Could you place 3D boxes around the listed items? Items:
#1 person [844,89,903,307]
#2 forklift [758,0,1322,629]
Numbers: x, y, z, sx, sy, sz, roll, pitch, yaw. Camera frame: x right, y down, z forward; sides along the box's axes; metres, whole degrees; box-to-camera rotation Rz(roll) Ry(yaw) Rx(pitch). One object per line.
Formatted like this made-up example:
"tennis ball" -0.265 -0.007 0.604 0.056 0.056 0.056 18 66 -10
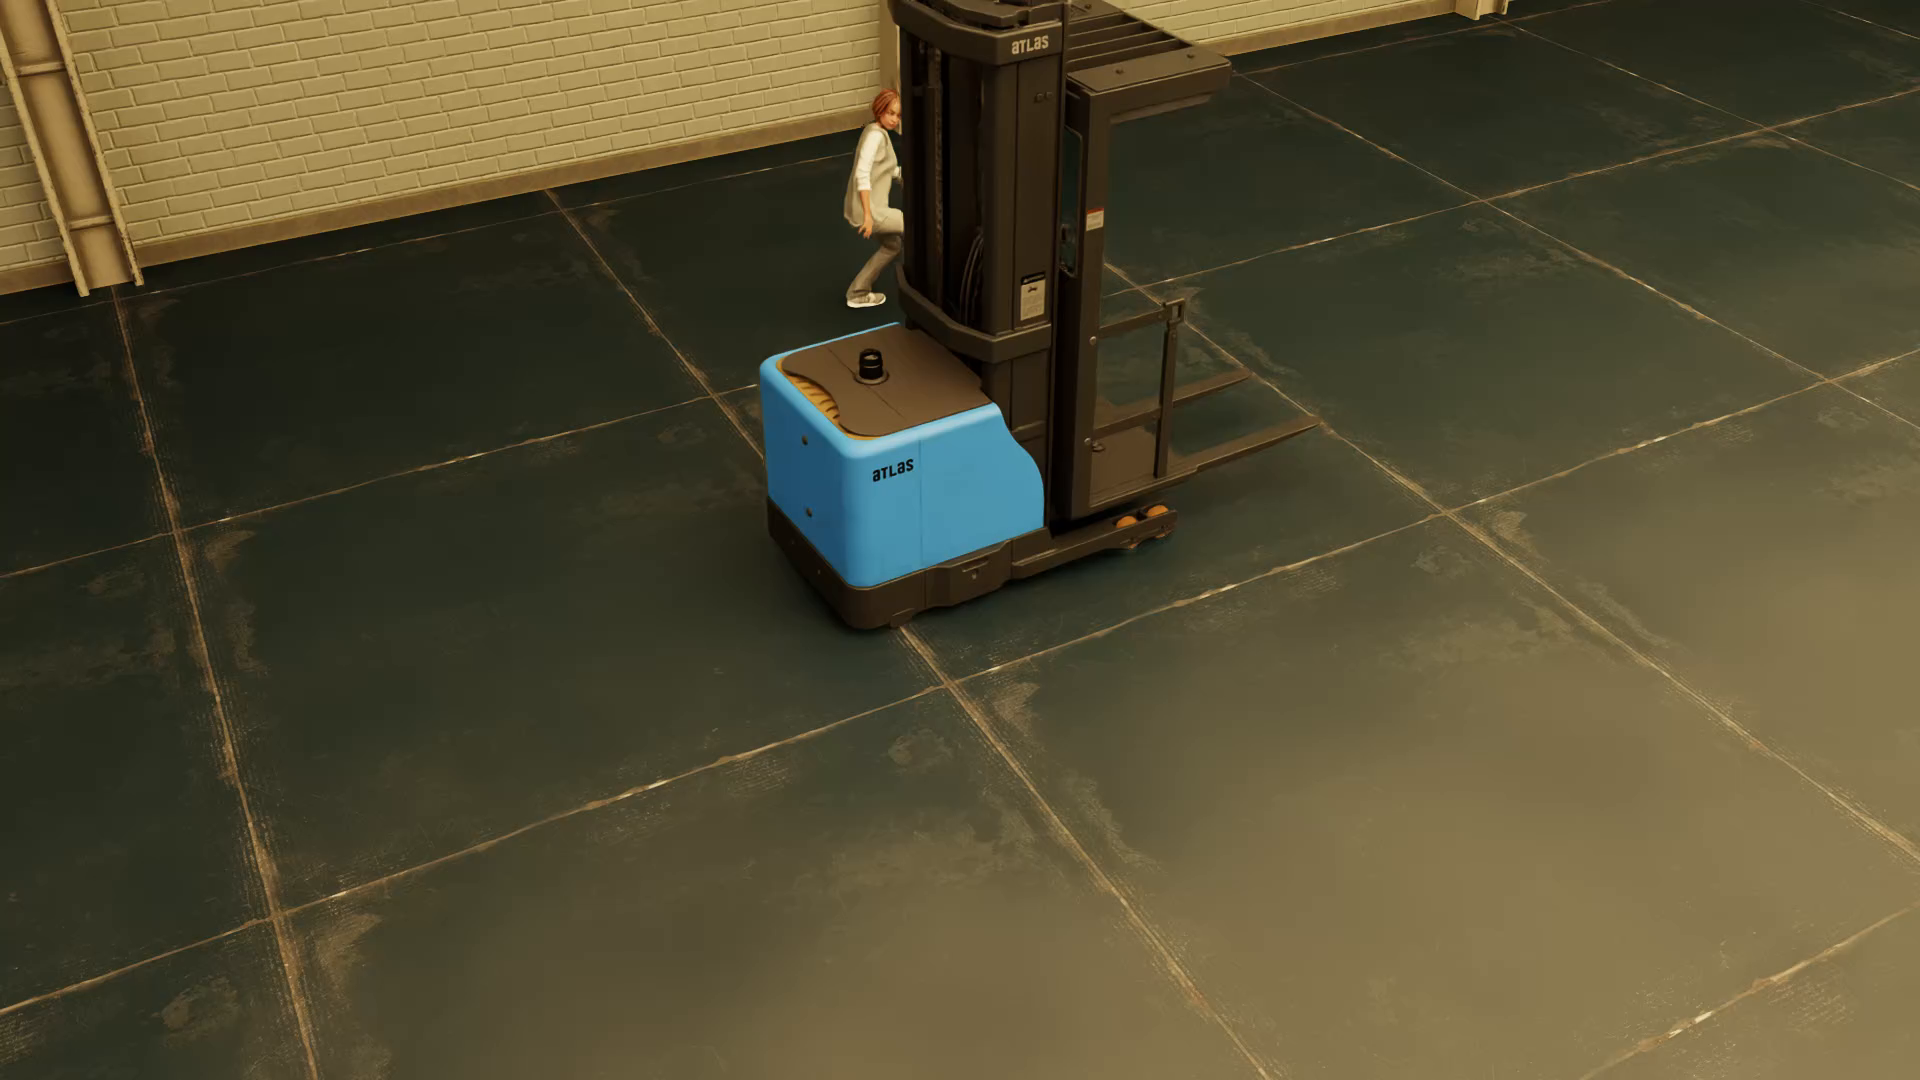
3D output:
"person" -0.391 -2.071 10.388 0.688 1.421 0.636 -12 37 -16
"forklift" 0.540 -1.395 8.096 3.031 2.935 1.130 -19 39 -25
